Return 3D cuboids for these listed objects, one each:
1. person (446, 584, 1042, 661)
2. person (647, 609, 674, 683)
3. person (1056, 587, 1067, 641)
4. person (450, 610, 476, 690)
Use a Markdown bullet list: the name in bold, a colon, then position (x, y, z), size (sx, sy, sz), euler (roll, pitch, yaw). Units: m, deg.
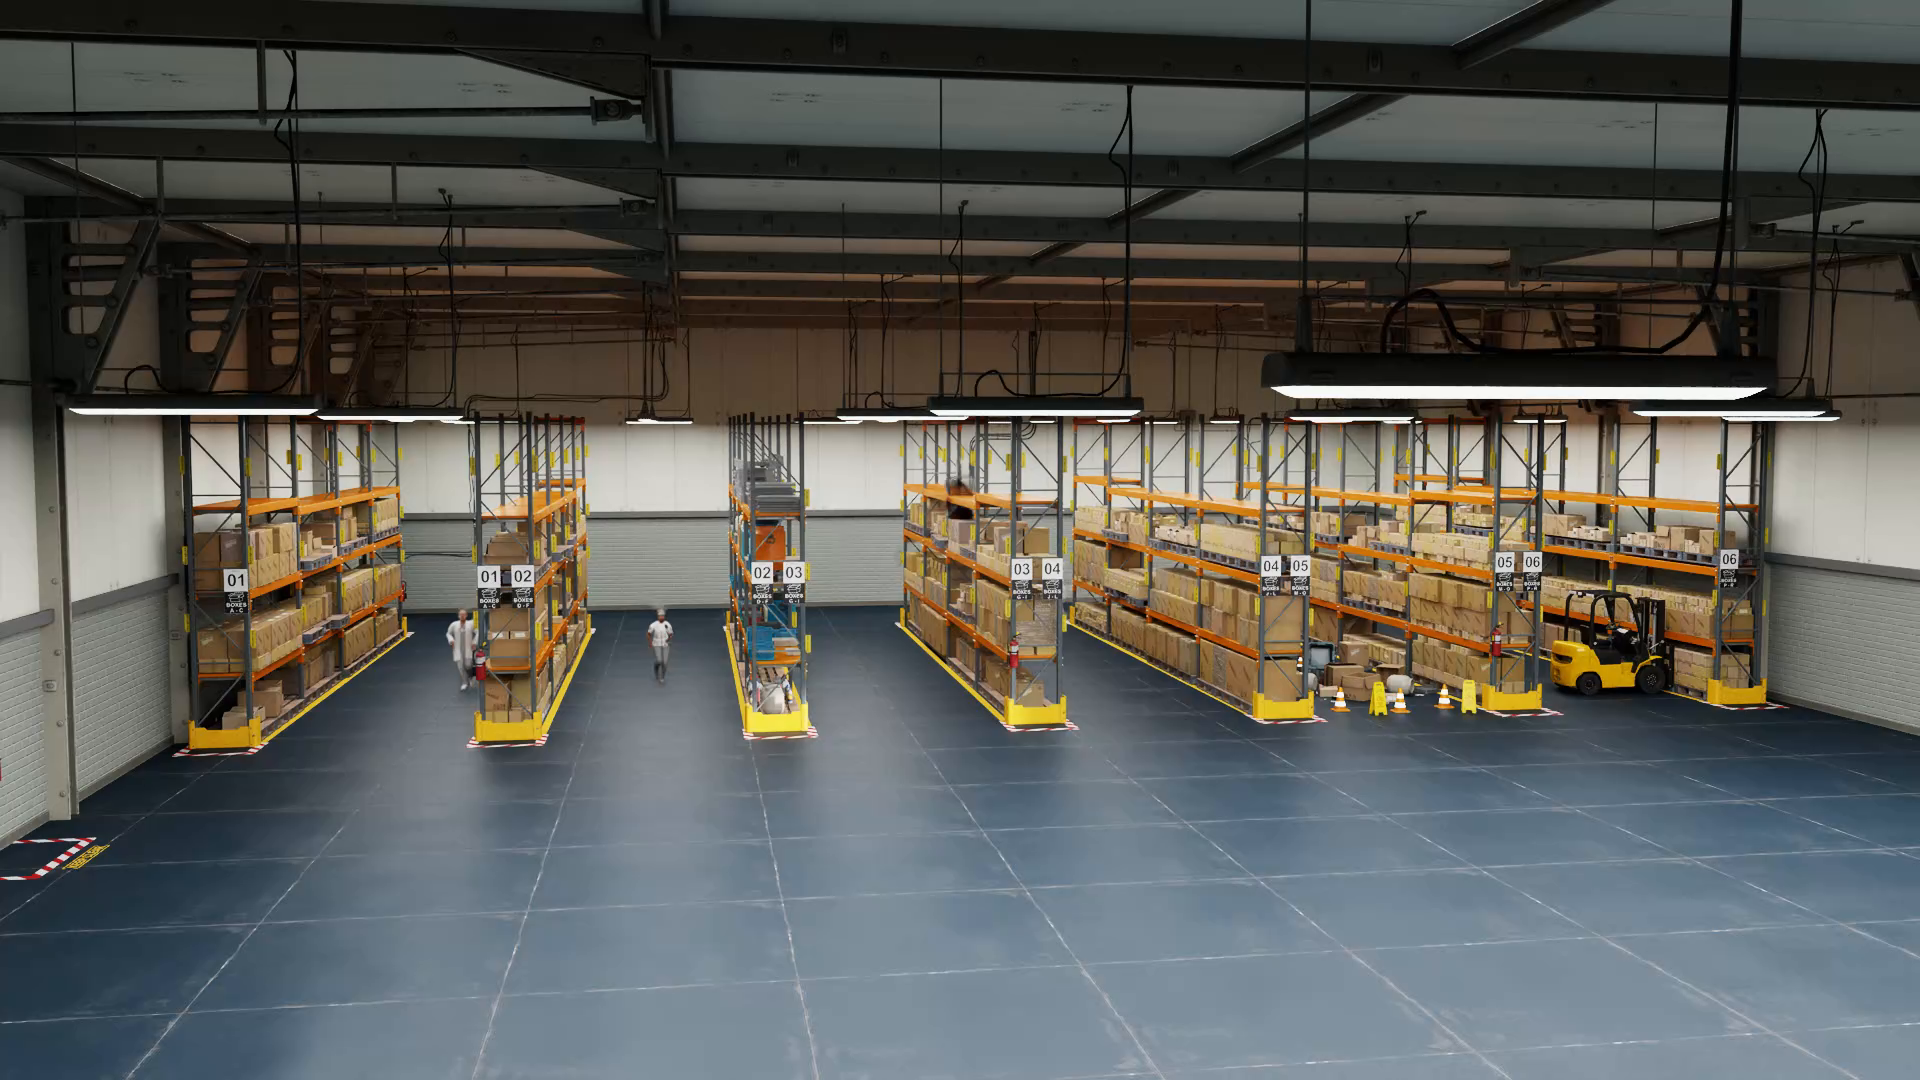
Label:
- **person**: position (-4.449, 2.005, 42.231), size (8.576, 1.687, 16.525), euler (1, 4, 20)
- **person**: position (-6.657, 2.371, 37.078), size (0.574, 1.653, 0.556), euler (-1, 4, -19)
- **person**: position (2.587, 1.819, 44.970), size (0.601, 1.747, 0.823), euler (-1, 4, -10)
- **person**: position (-10.829, 2.389, 36.230), size (0.674, 1.743, 0.630), euler (0, 4, -7)
